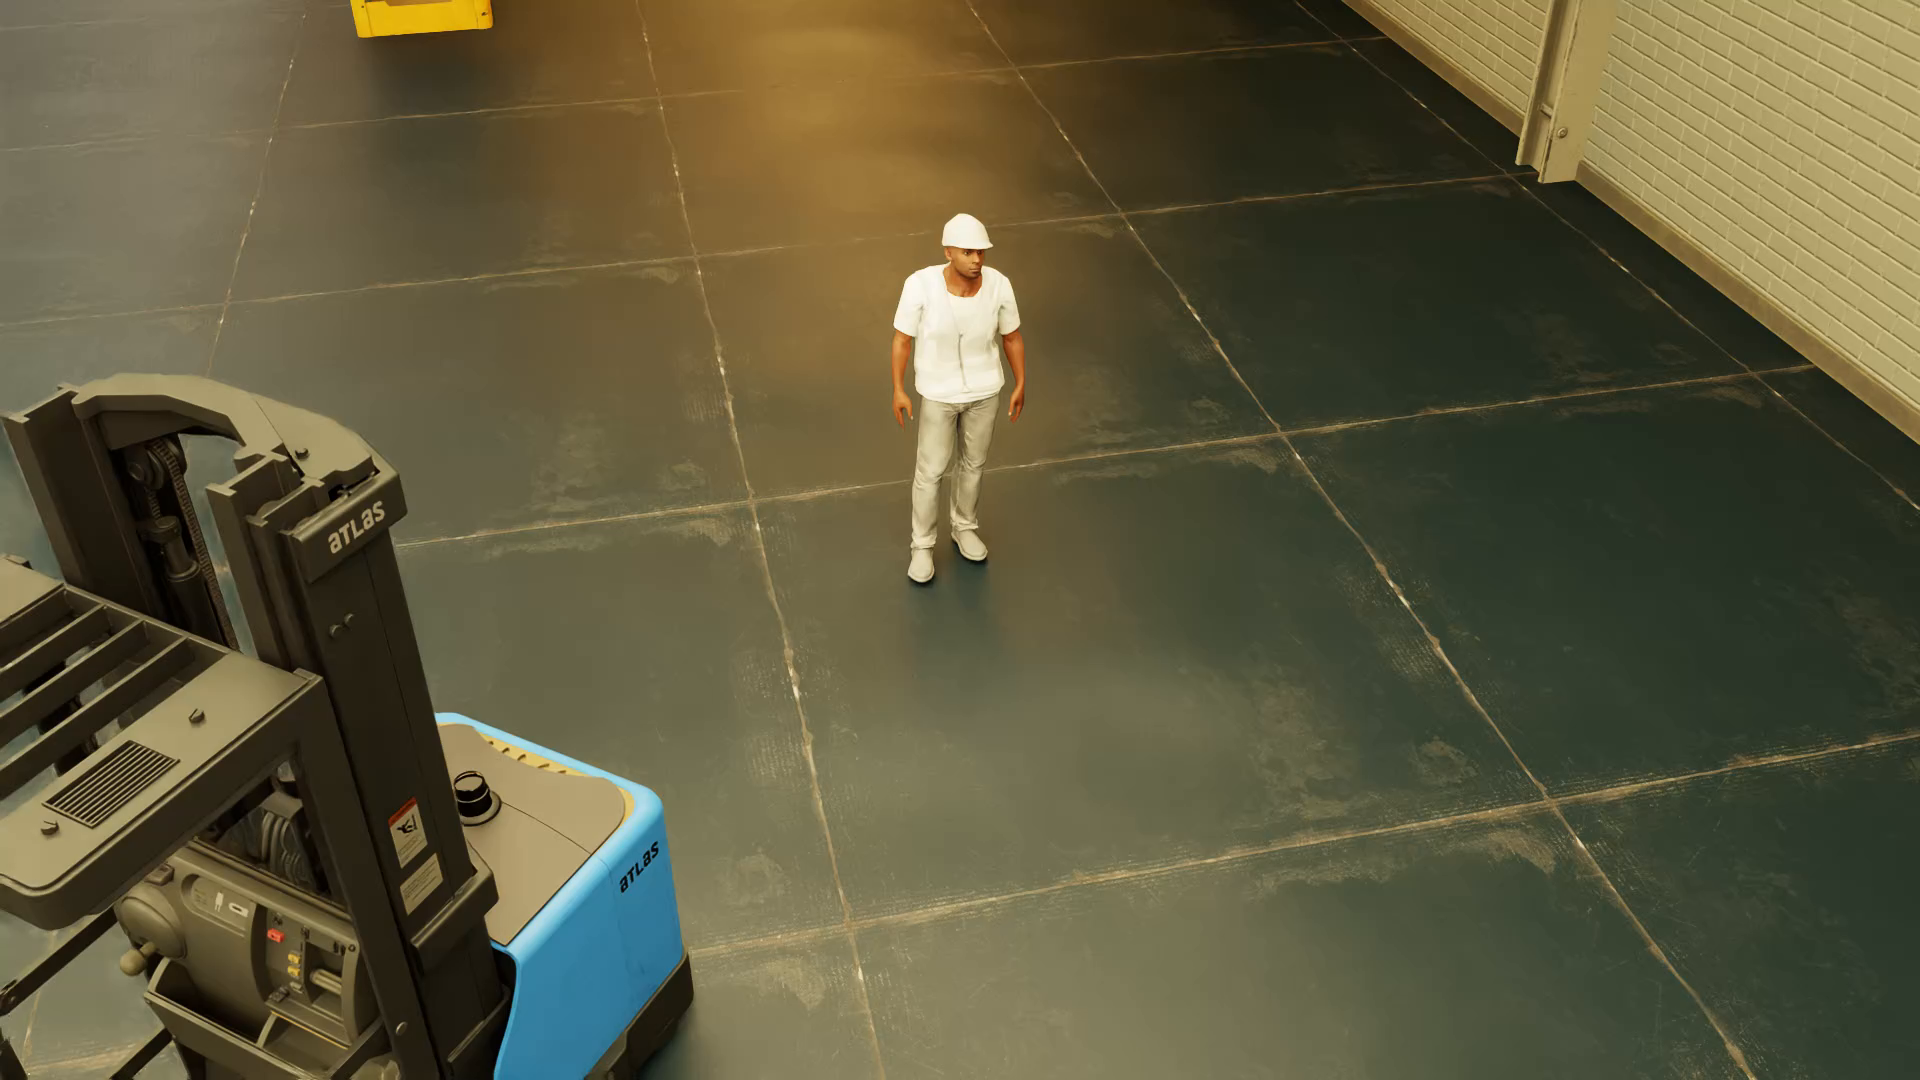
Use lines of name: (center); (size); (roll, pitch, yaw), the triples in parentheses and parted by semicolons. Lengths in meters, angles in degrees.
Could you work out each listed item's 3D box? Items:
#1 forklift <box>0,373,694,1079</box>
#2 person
forklift: (-2.098, 1.166, 4.431); (1.130, 2.935, 3.031); (17, 39, 22)
person: (0.010, -0.682, 7.983); (0.665, 1.768, 0.575); (-8, 36, -11)
